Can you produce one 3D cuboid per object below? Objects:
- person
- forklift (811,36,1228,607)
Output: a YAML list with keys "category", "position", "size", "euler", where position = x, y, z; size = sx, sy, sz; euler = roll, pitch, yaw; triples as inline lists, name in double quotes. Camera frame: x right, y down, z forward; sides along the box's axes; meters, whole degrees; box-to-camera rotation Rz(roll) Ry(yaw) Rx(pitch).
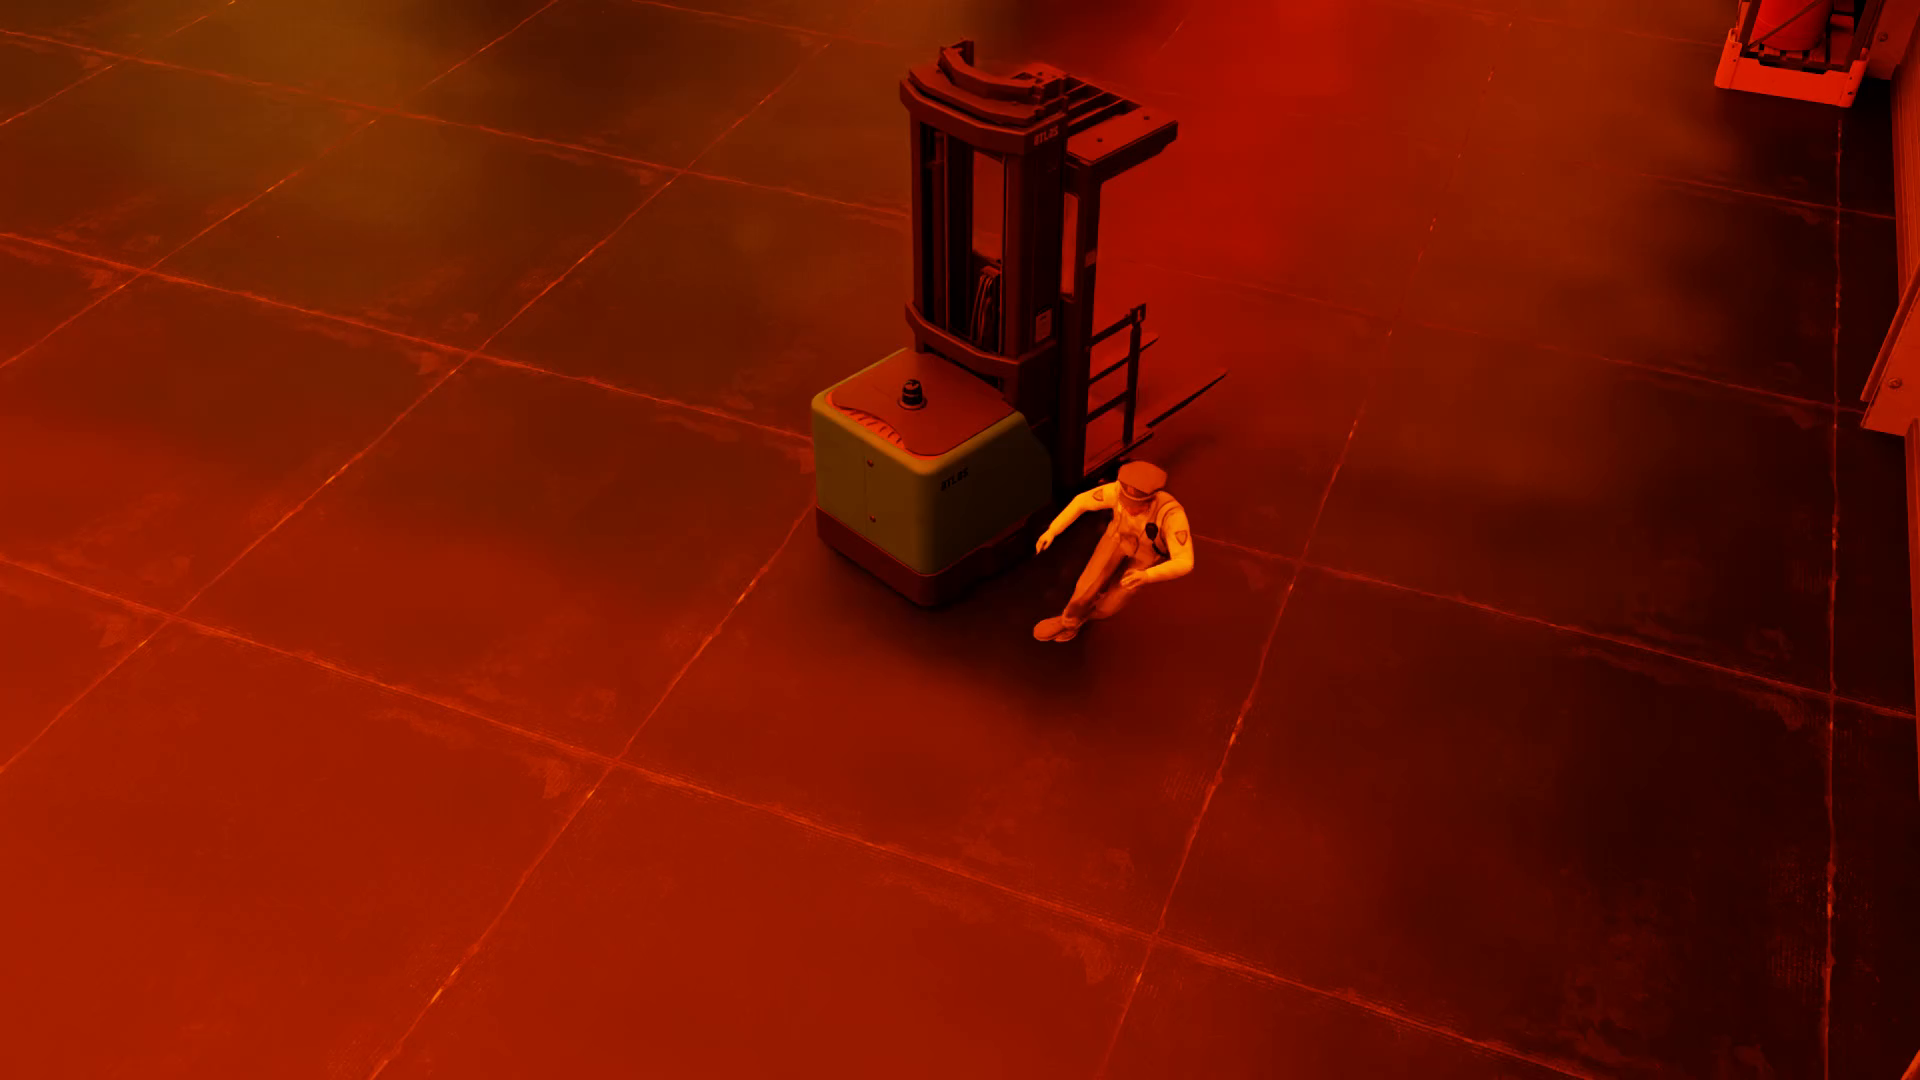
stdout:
- category: "person"
  position: [0.836, 0.158, 9.003]
  size: [0.894, 1.436, 0.832]
  euler: [12, 41, 14]
- category: "forklift"
  position: [0.518, -1.573, 9.886]
  size: [3.031, 2.935, 1.130]
  euler: [-33, 50, -33]
